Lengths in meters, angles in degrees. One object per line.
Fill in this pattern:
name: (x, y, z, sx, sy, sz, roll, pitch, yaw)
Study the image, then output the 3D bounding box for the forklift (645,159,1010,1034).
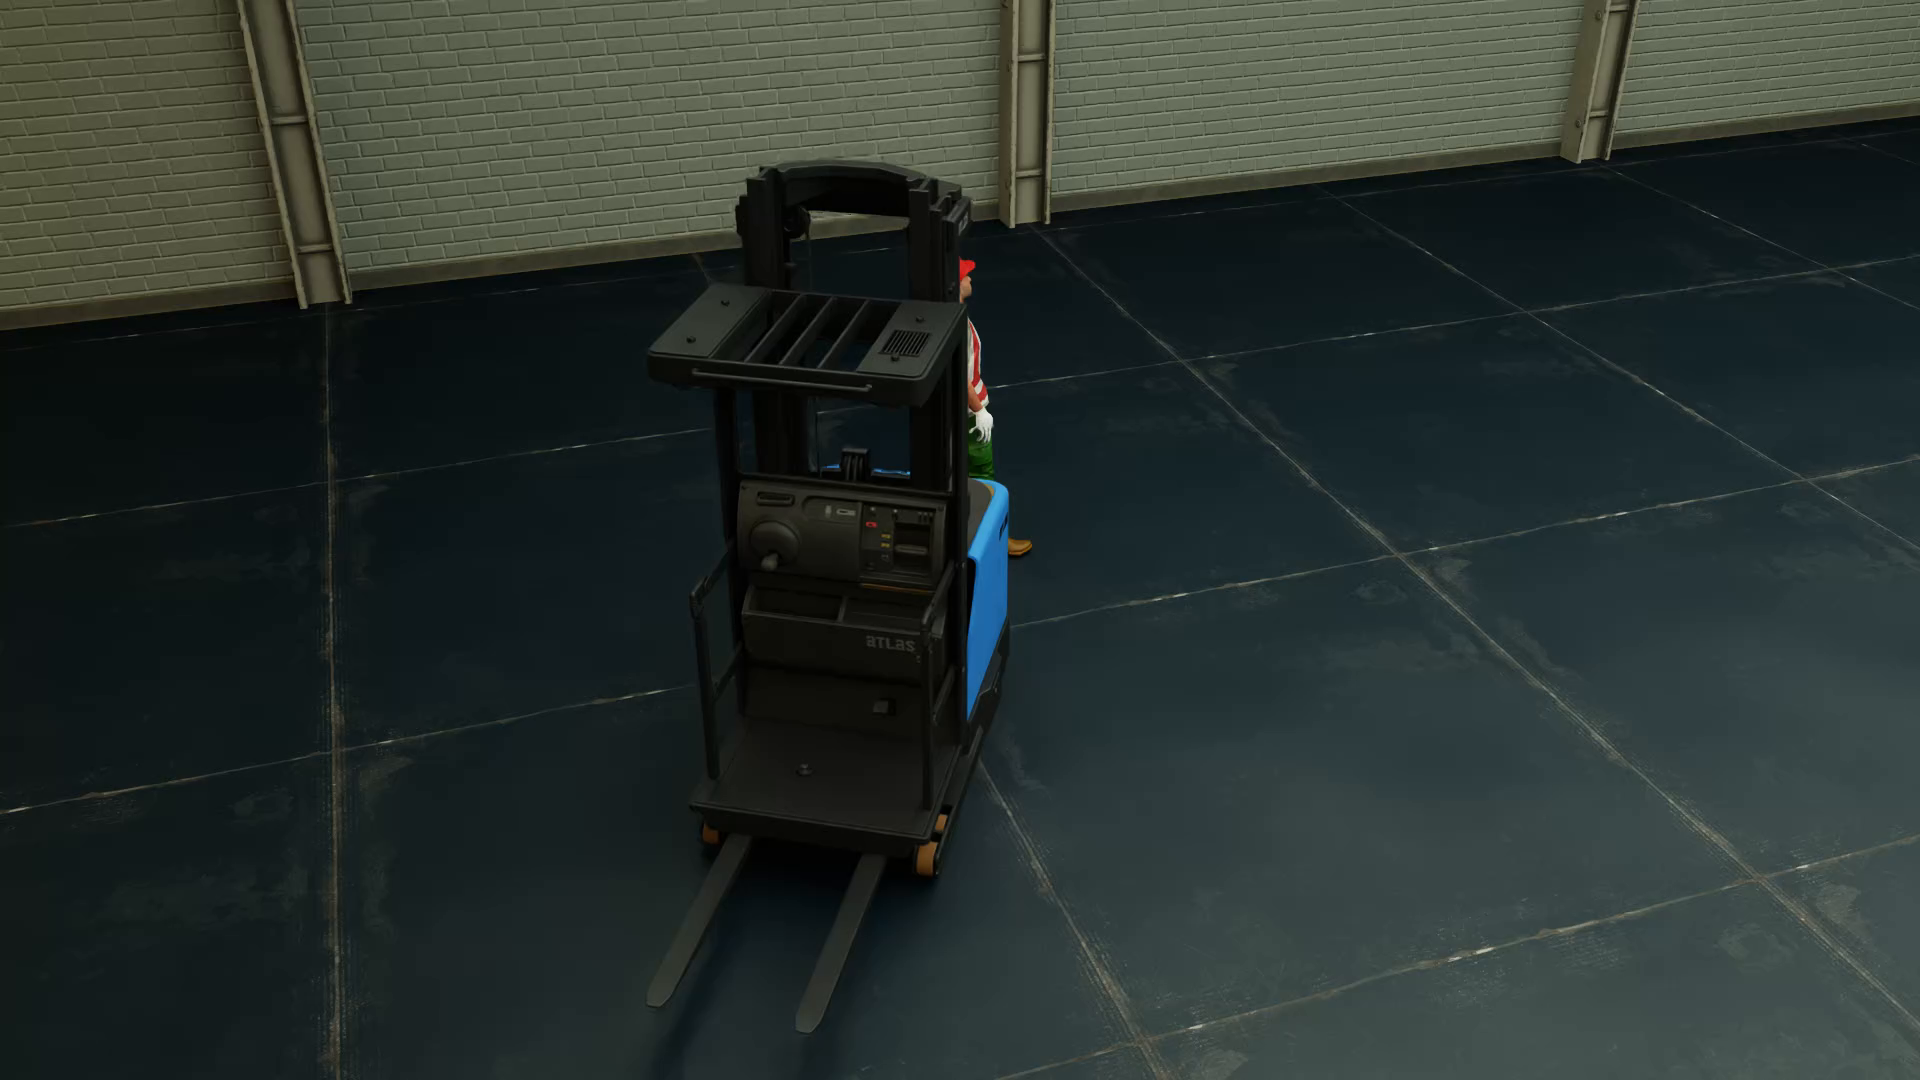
forklift: (-0.563, 0.026, 7.042, 1.130, 2.935, 3.031, 6, 31, 11)

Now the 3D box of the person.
person: (0.079, -0.789, 9.589, 0.564, 1.787, 0.638, -10, 31, -16)
